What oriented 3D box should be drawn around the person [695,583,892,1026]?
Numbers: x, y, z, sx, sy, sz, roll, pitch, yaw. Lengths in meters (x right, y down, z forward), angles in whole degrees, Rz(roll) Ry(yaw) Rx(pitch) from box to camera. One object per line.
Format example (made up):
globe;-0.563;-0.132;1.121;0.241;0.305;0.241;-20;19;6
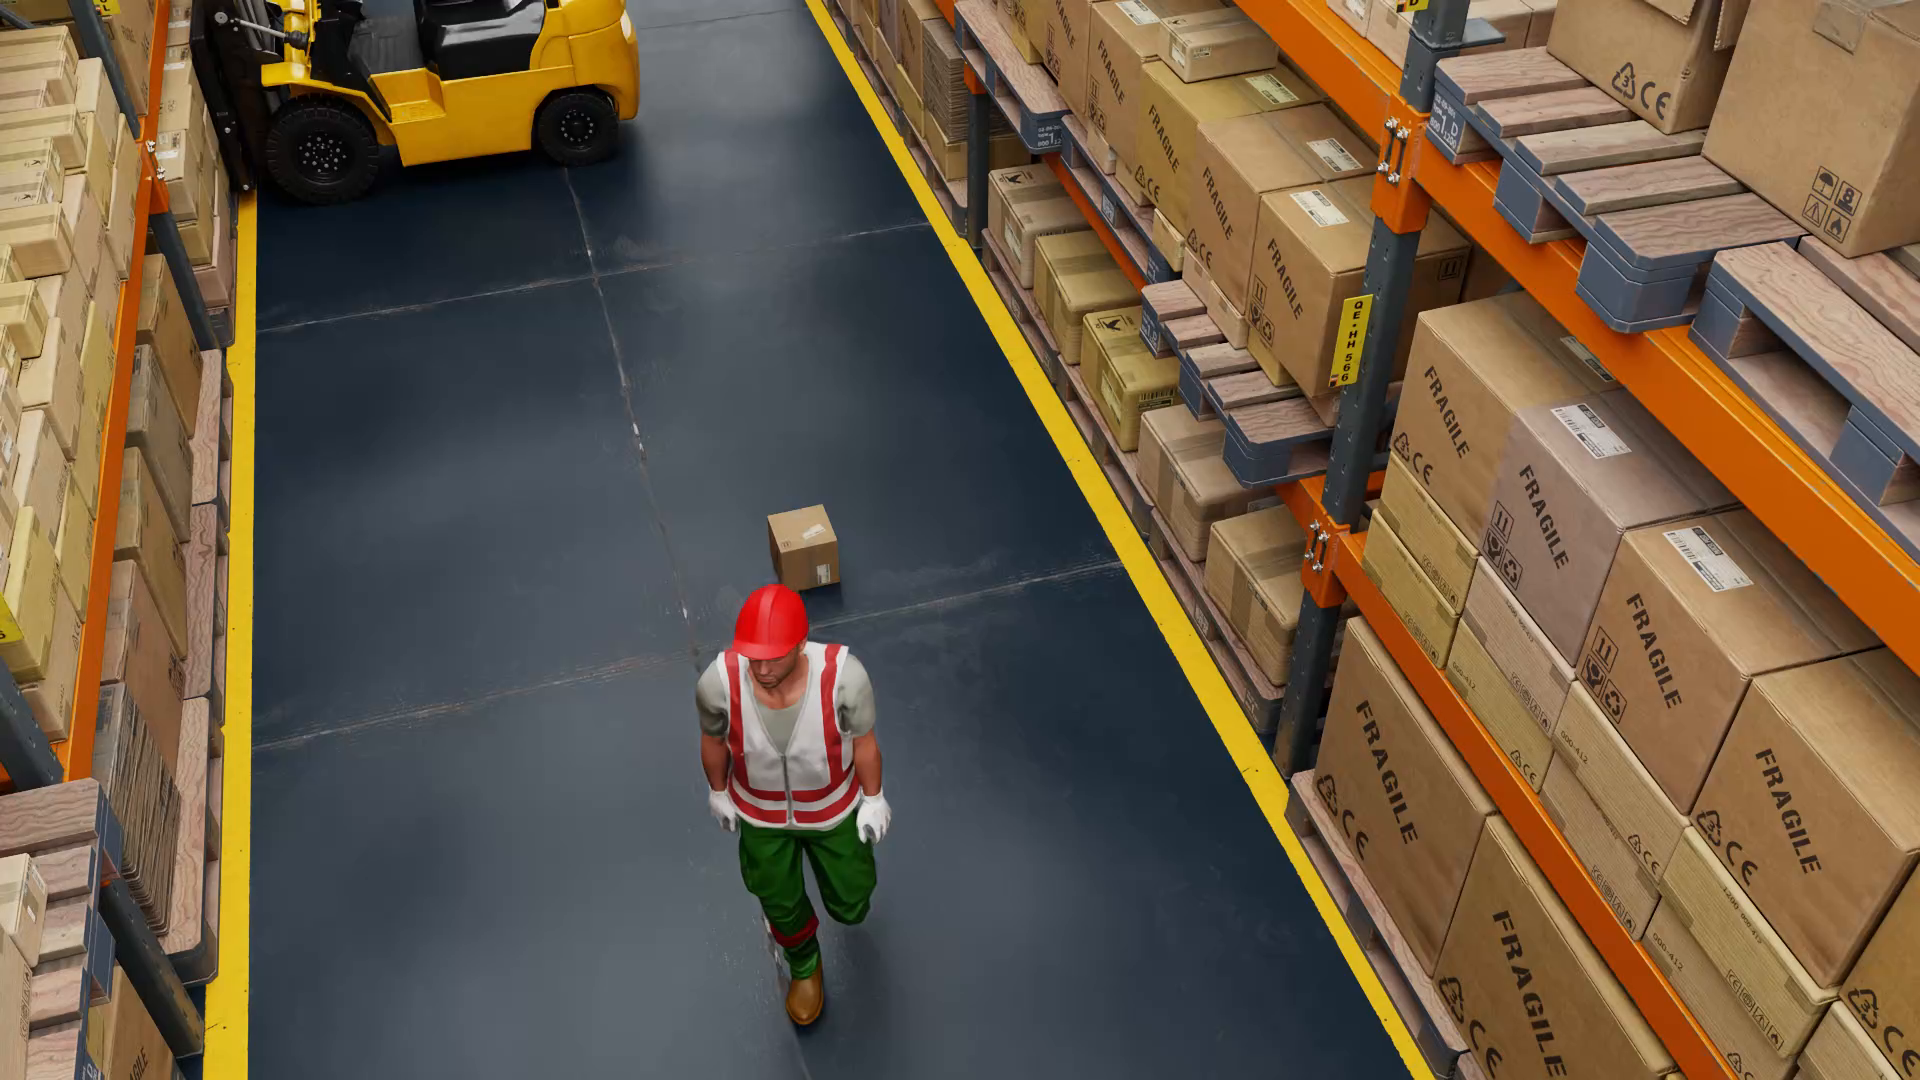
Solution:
person;-0.509;0.788;5.227;0.585;1.778;0.609;0;42;0
